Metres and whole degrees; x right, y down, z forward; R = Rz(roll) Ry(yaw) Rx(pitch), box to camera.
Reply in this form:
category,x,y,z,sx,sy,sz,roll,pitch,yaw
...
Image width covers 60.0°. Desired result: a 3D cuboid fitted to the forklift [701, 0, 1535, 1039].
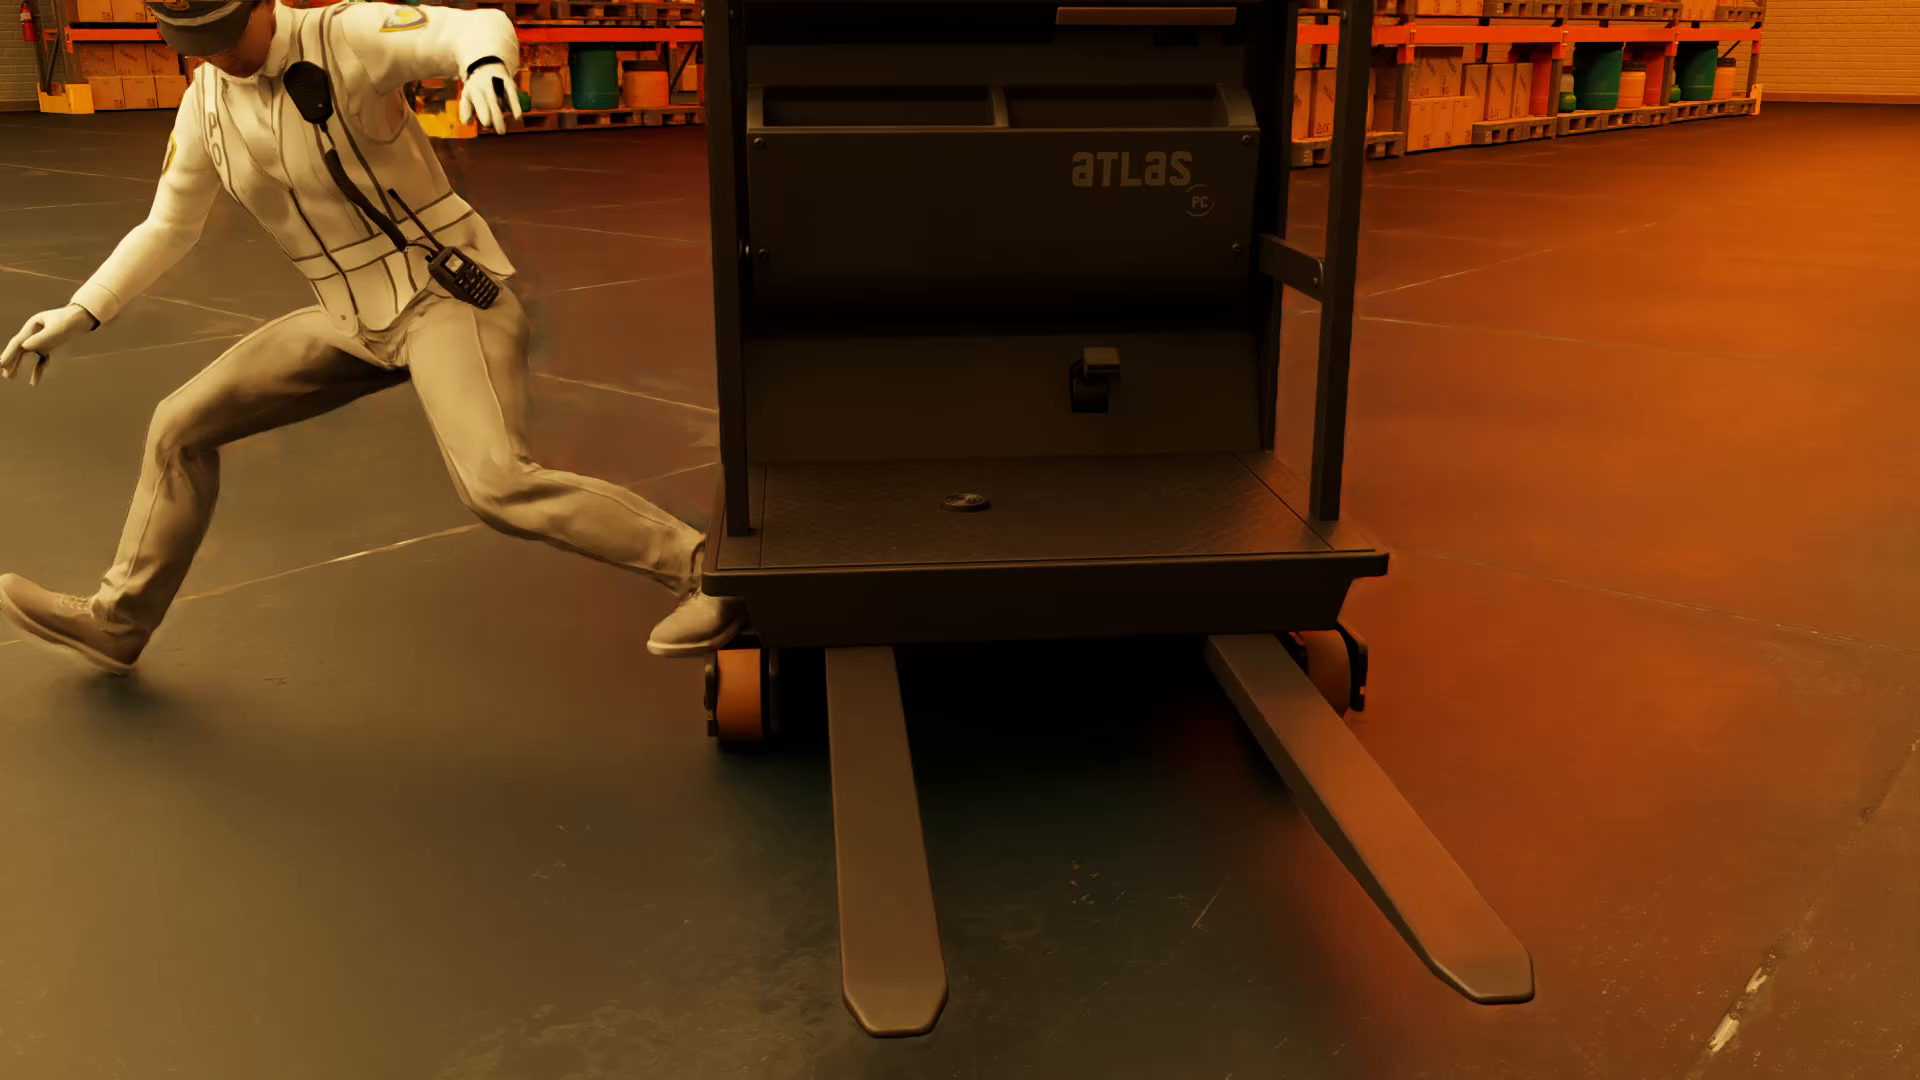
category,x,y,z,sx,sy,sz,roll,pitch,yaw
forklift,0.100,-1.160,2.716,1.130,2.935,3.031,-2,17,-5

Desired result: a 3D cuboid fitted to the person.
category,x,y,z,sx,sy,sz,roll,pitch,yaw
person,-1.041,-0.374,2.832,1.279,1.372,0.761,11,20,32
